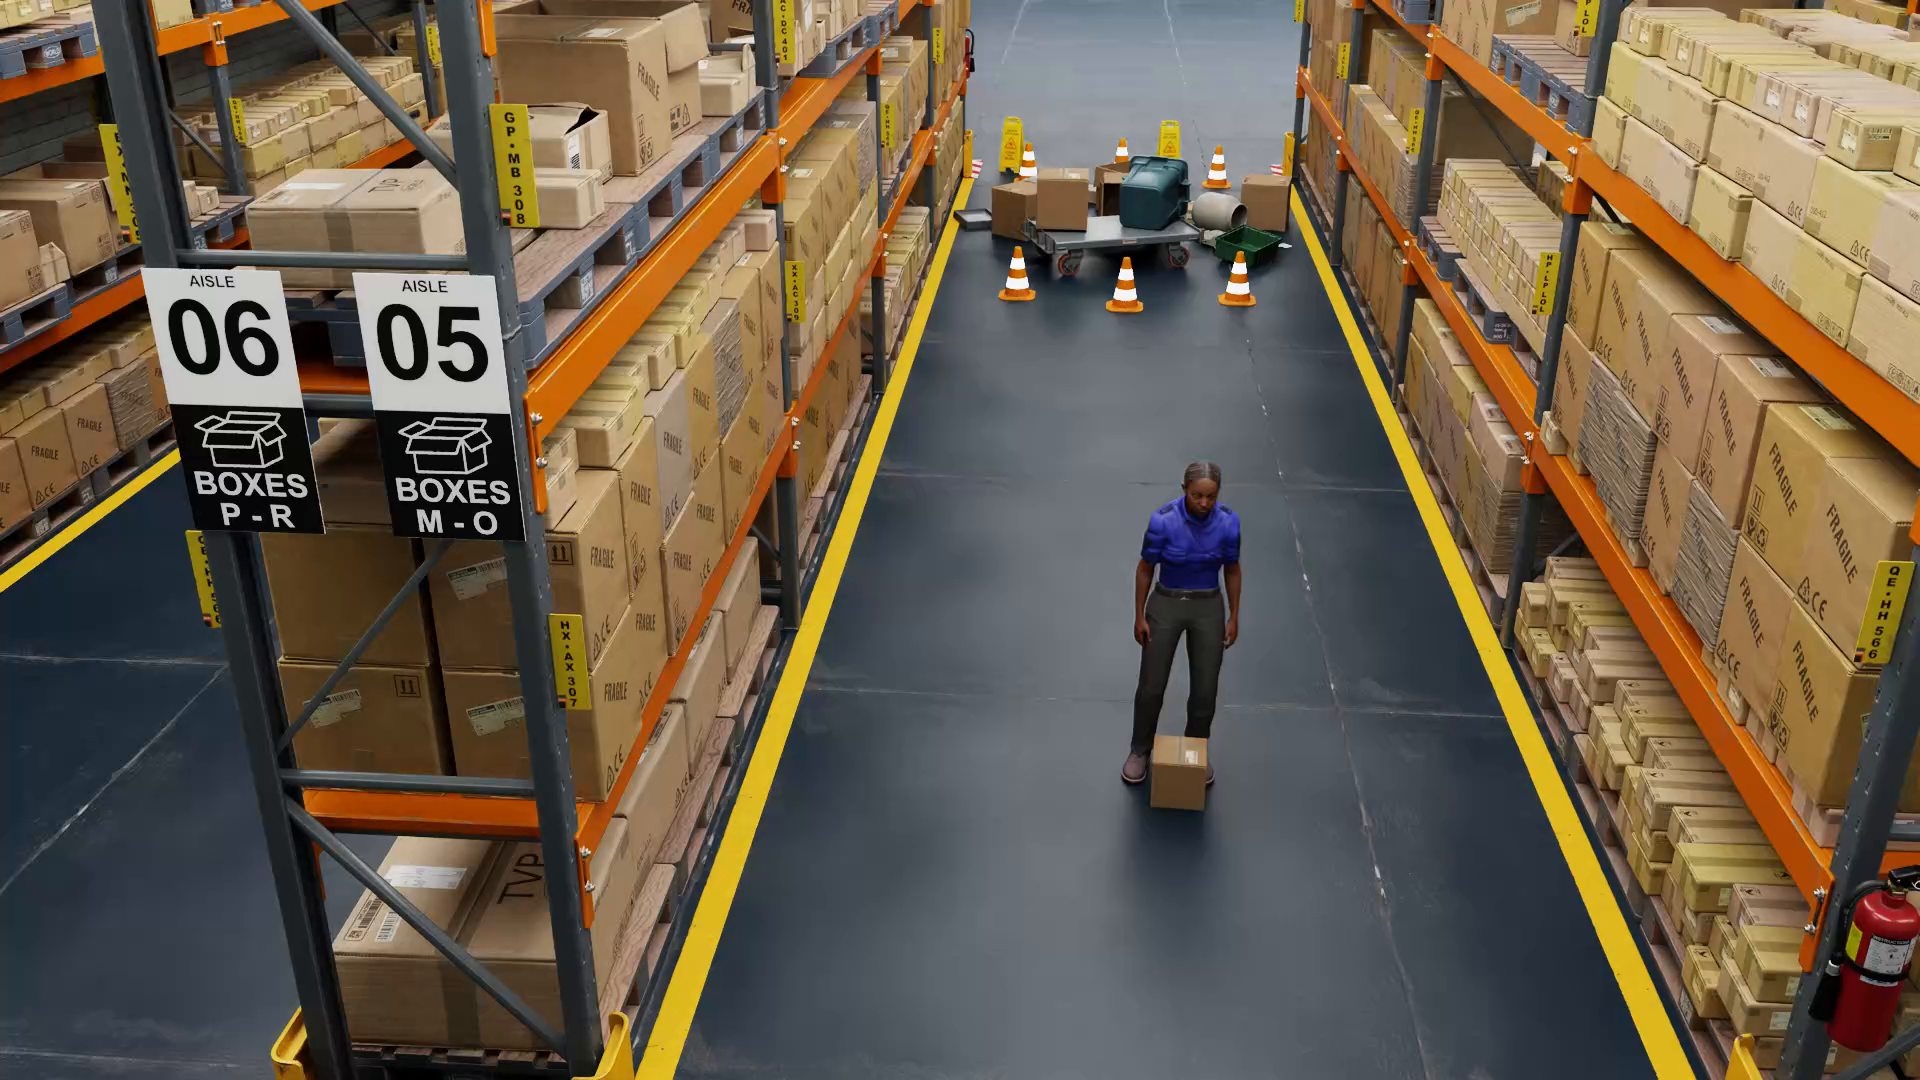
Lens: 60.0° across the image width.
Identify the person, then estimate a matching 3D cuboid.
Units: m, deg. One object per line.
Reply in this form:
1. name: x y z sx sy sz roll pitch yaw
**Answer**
1. person: 1.051 0.368 7.812 0.530 1.653 0.352 0 25 1
